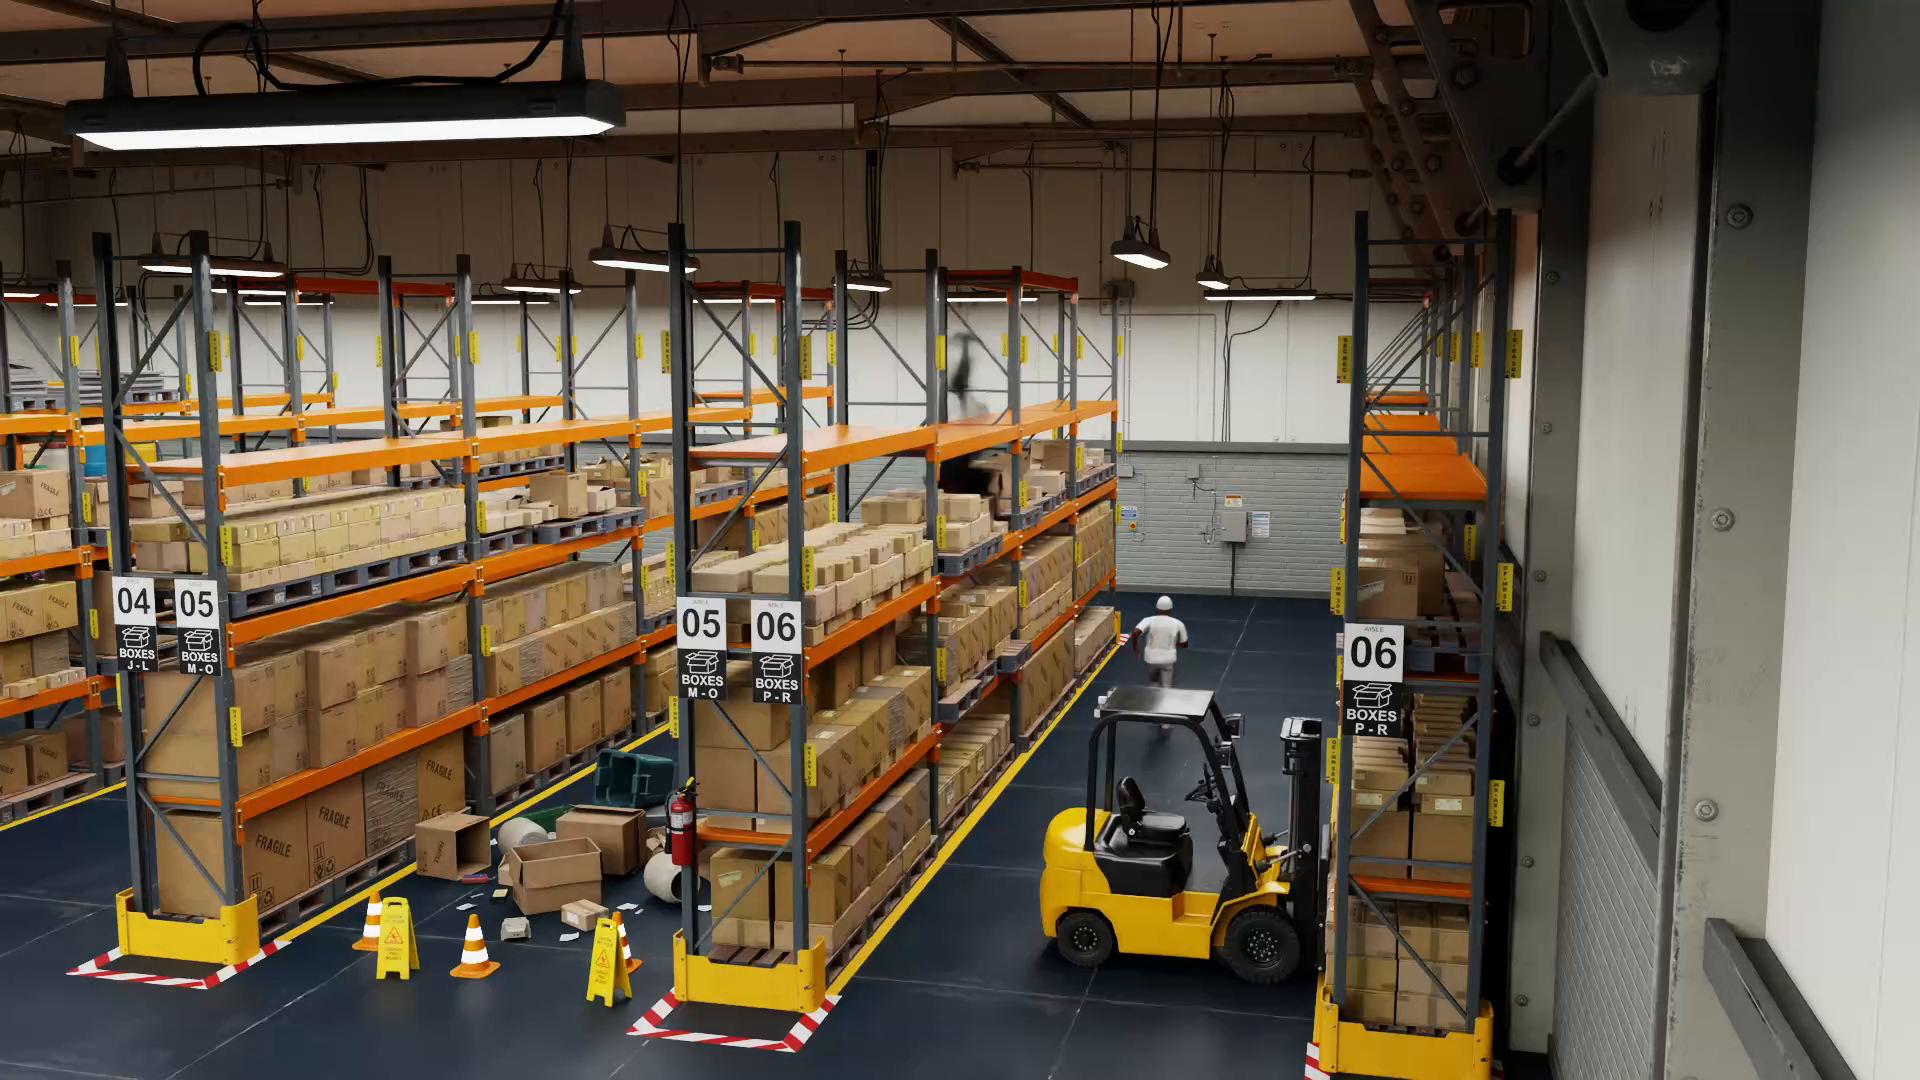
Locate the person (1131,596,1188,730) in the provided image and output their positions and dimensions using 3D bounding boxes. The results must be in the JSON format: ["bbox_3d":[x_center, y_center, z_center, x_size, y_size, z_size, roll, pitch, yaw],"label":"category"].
[{"bbox_3d":[2.629,1.633,21.874,0.708,1.795,0.877,2,7,13],"label":"person"}]
